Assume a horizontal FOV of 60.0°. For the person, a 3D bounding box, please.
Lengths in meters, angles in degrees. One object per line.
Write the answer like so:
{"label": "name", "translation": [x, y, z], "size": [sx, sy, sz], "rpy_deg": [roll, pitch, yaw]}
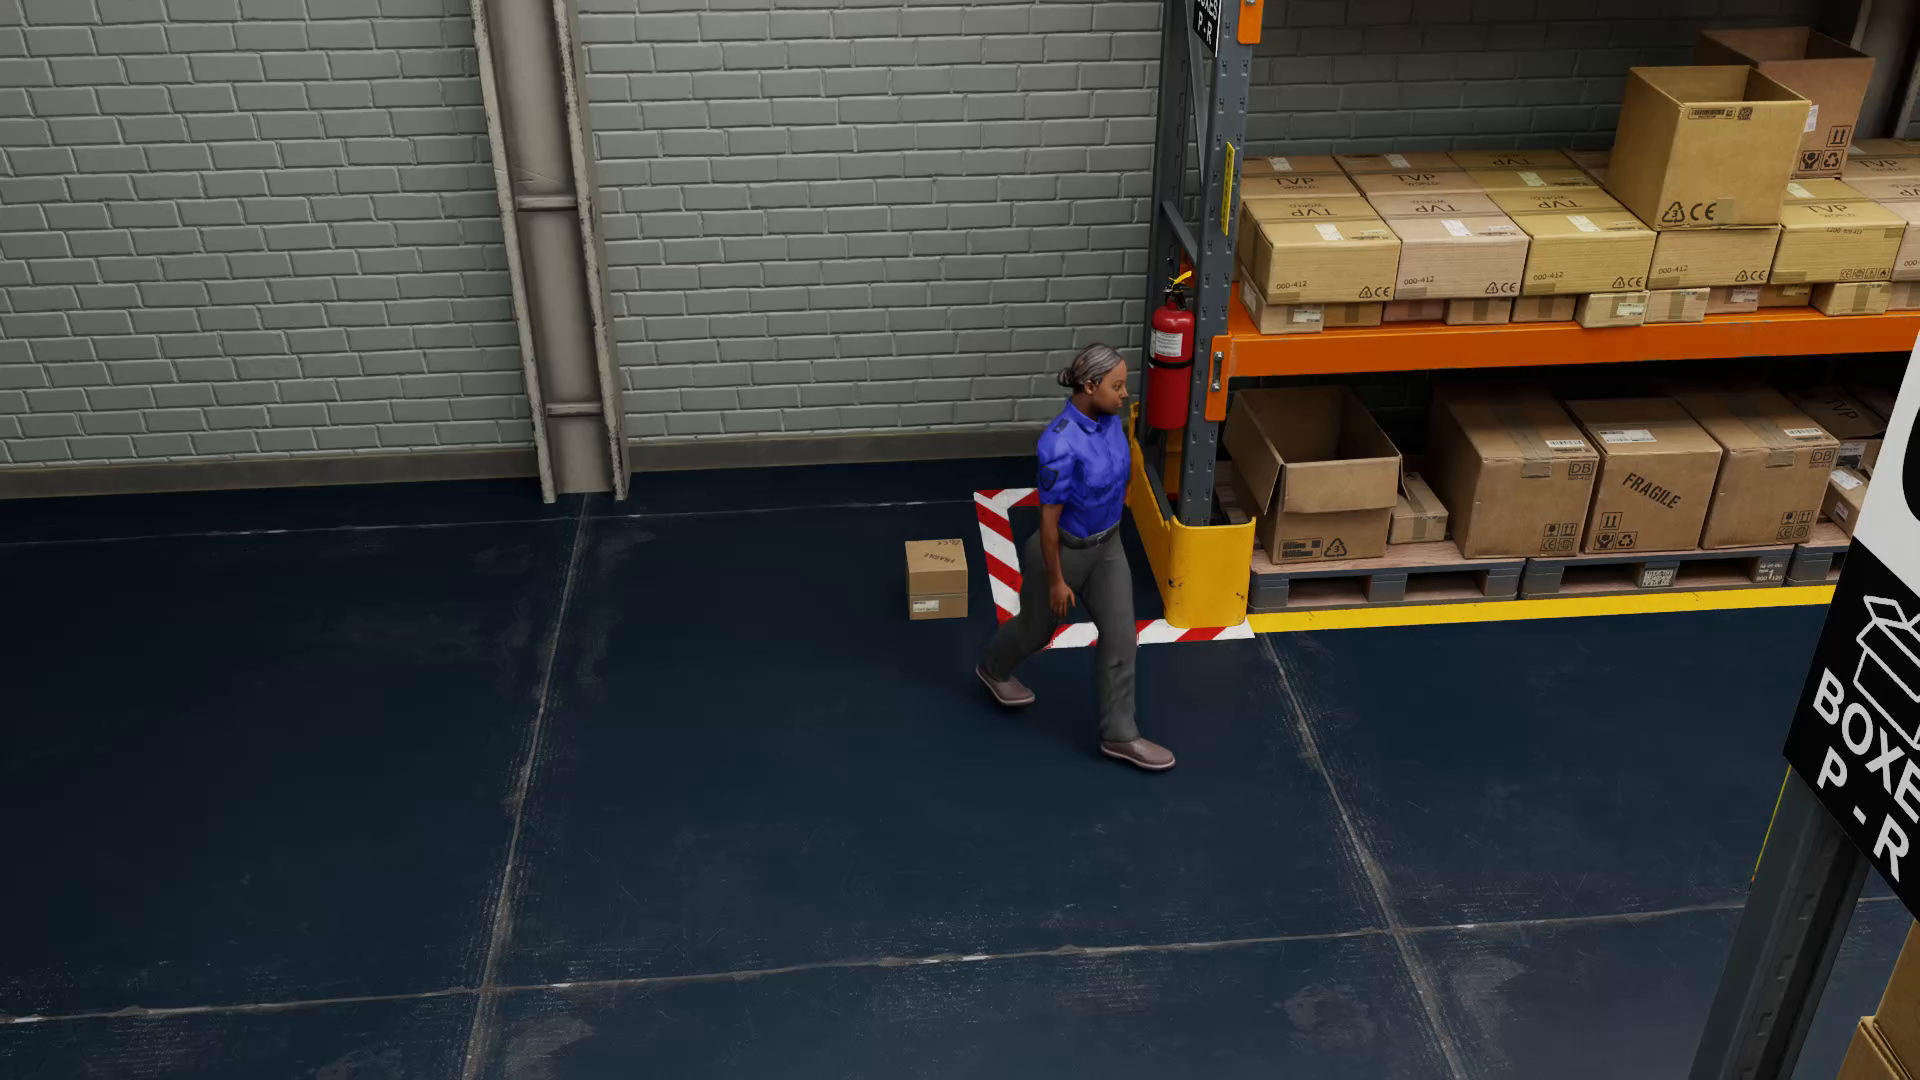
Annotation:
{"label": "person", "translation": [0.426, 0.044, 6.063], "size": [0.903, 1.610, 0.455], "rpy_deg": [27, 41, 37]}
